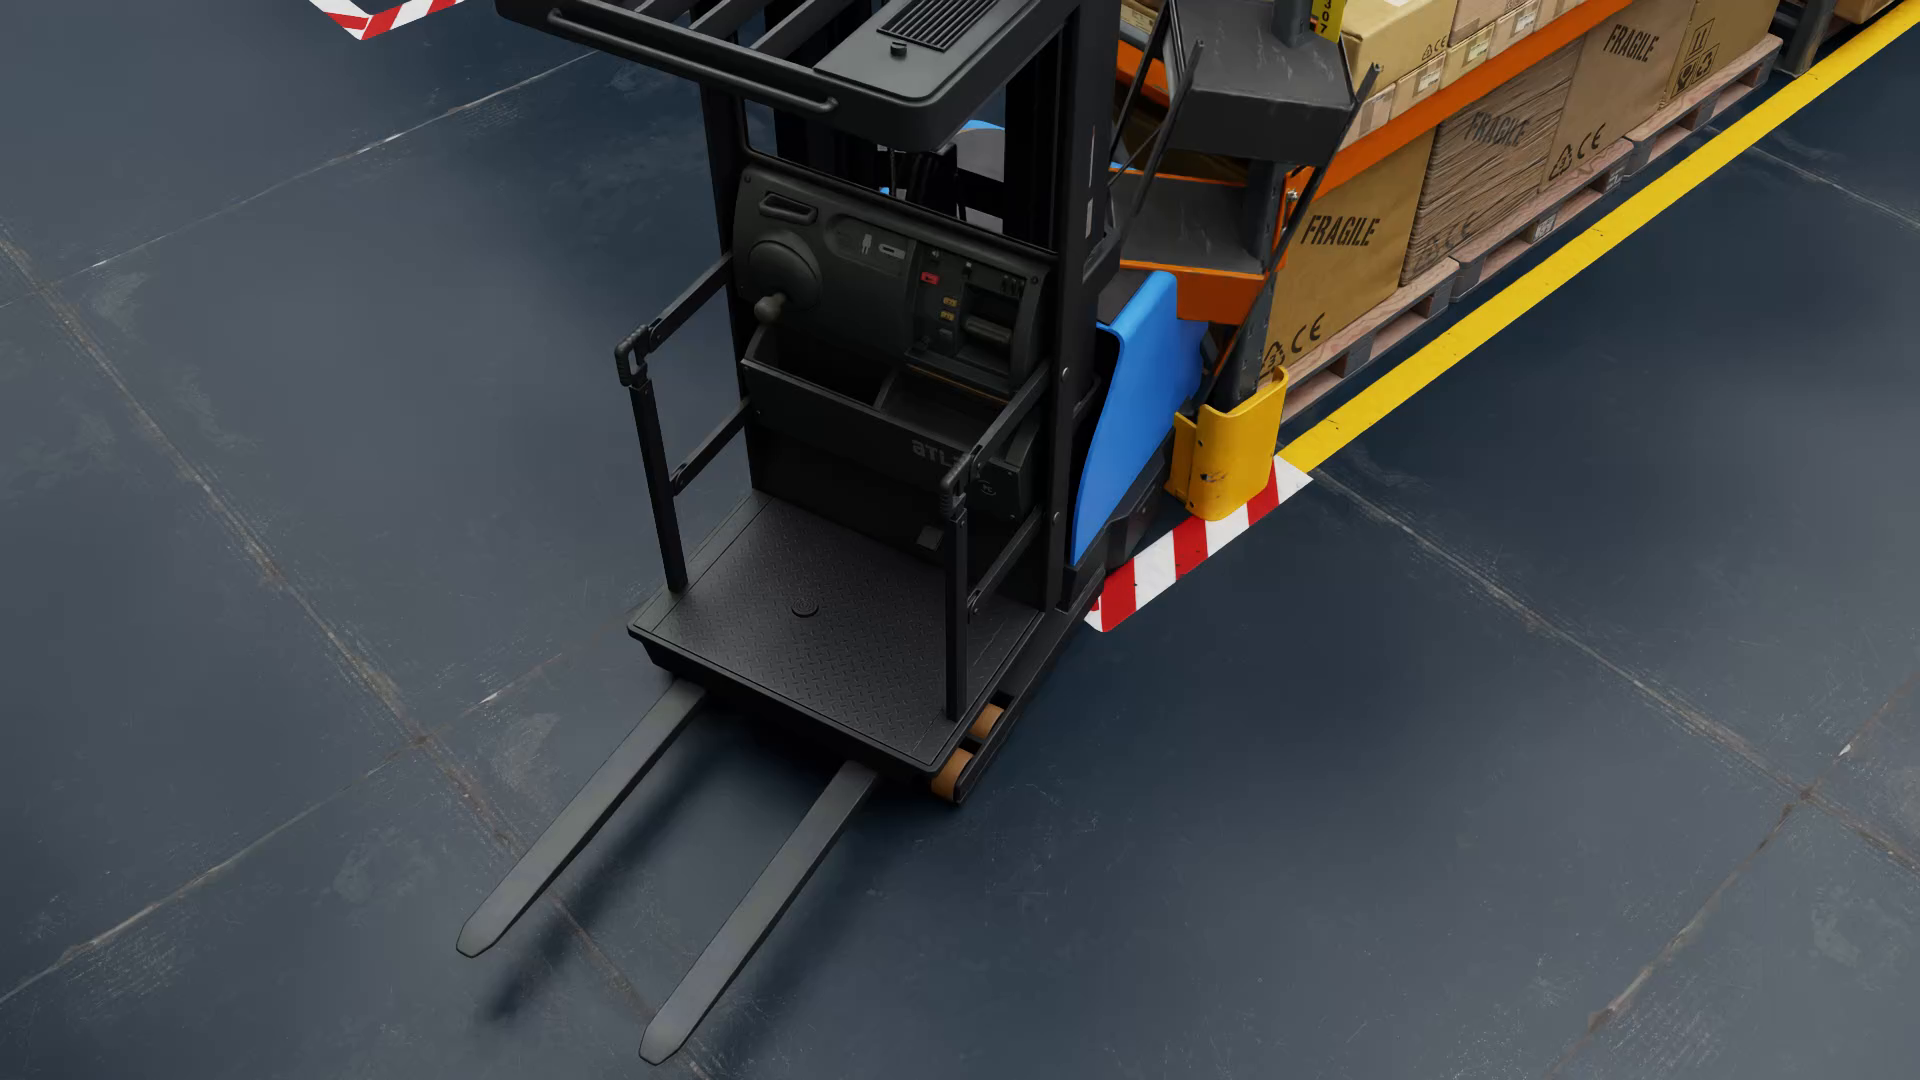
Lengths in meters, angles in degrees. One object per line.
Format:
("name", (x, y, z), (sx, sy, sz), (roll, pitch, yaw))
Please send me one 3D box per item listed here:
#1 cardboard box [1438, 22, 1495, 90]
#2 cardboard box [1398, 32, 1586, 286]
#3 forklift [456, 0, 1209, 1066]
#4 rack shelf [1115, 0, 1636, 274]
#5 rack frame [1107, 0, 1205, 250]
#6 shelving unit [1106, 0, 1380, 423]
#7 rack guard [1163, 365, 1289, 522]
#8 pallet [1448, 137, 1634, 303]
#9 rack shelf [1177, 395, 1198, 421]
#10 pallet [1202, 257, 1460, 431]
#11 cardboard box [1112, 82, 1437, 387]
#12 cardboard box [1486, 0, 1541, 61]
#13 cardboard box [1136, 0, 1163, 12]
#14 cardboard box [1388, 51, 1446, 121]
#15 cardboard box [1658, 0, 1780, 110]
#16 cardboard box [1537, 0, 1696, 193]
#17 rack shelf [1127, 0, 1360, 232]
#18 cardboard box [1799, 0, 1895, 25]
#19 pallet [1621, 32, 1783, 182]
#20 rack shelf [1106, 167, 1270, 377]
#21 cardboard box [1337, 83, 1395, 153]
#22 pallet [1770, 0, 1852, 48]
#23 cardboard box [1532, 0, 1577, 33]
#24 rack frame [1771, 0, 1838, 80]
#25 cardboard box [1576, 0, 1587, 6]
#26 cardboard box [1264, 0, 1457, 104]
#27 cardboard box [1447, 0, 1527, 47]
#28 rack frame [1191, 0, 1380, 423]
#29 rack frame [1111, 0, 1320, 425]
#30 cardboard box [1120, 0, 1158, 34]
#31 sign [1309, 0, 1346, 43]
("cardboard box", (1.490, -1.642, 5.395), (0.250, 0.149, 0.380), (-35, 56, -28))
("cardboard box", (1.721, -1.708, 6.445), (0.875, 0.875, 0.875), (-34, 56, -27))
("forklift", (-0.309, -0.596, 4.306), (1.130, 2.935, 3.031), (23, 51, 20))
("rack shelf", (2.107, -2.221, 6.248), (4.000, 0.370, 1.077), (-34, 56, -27))
("rack frame", (0.417, -0.893, 5.287), (0.015, 2.100, 0.400), (4, 57, -10))
("shelving unit", (0.656, -0.874, 5.331), (0.503, 2.100, 0.431), (4, 57, -10))
("rack guard", (0.610, -0.617, 5.979), (0.348, 0.500, 1.175), (-34, 56, -27))
("pallet", (2.069, -1.569, 7.054), (1.213, 0.211, 1.003), (-34, 56, -27))
("rack shelf", (0.517, -0.496, 5.920), (0.480, 0.518, 0.431), (4, 57, -10))
("pallet", (1.167, -0.969, 6.500), (1.213, 0.211, 1.003), (-34, 56, -27))
("cardboard box", (1.047, -1.258, 6.030), (0.875, 0.875, 0.875), (-34, 56, -27))
("cardboard box", (1.683, -1.771, 5.514), (0.250, 0.149, 0.380), (-35, 56, -28))
("cardboard box", (0.808, -1.910, 5.371), (0.500, 0.250, 0.500), (-35, 56, -28))
("cardboard box", (1.301, -1.515, 5.278), (0.250, 0.149, 0.380), (-35, 56, -28))
("cardboard box", (3.045, -2.593, 7.262), (0.875, 0.875, 0.875), (-34, 56, -27))
("cardboard box", (2.379, -2.148, 6.851), (0.875, 0.875, 0.875), (-34, 56, -27))
("rack shelf", (0.789, -1.238, 4.765), (0.480, 0.518, 0.431), (4, 57, -10))
("cardboard box", (4.047, -3.203, 7.825), (0.875, 0.875, 1.225), (-34, 56, -27))
("pallet", (2.972, -2.175, 7.613), (1.213, 0.211, 1.003), (-34, 56, -27))
("rack shelf", (0.653, -0.867, 5.342), (0.480, 0.518, 0.431), (4, 57, -10))
("cardboard box", (1.112, -1.387, 5.160), (0.250, 0.149, 0.380), (-33, 55, -27))
("pallet", (4.107, -2.931, 8.311), (1.213, 0.211, 1.003), (-34, 56, -27))
("cardboard box", (1.871, -1.896, 5.630), (0.250, 0.149, 0.380), (-35, 56, -28))
("rack frame", (3.587, -3.454, 6.896), (0.127, 3.000, 1.000), (-34, 56, -27))
("cardboard box", (2.062, -2.024, 5.748), (0.250, 0.149, 0.380), (-34, 56, -27))
("cardboard box", (1.164, -1.617, 5.101), (0.500, 0.250, 0.500), (-35, 56, -28))
("cardboard box", (1.545, -1.877, 5.341), (0.500, 0.250, 0.500), (-34, 56, -28))
("rack frame", (0.895, -0.855, 5.376), (0.015, 2.100, 0.400), (4, 57, -10))
("rack frame", (0.628, -1.476, 5.071), (0.127, 3.000, 1.000), (-34, 56, -27))
("cardboard box", (0.670, -1.746, 5.491), (0.250, 0.149, 0.380), (-33, 55, -27))
("sign", (0.997, -1.492, 4.443), (0.005, 0.325, 0.100), (-34, 56, -27))
